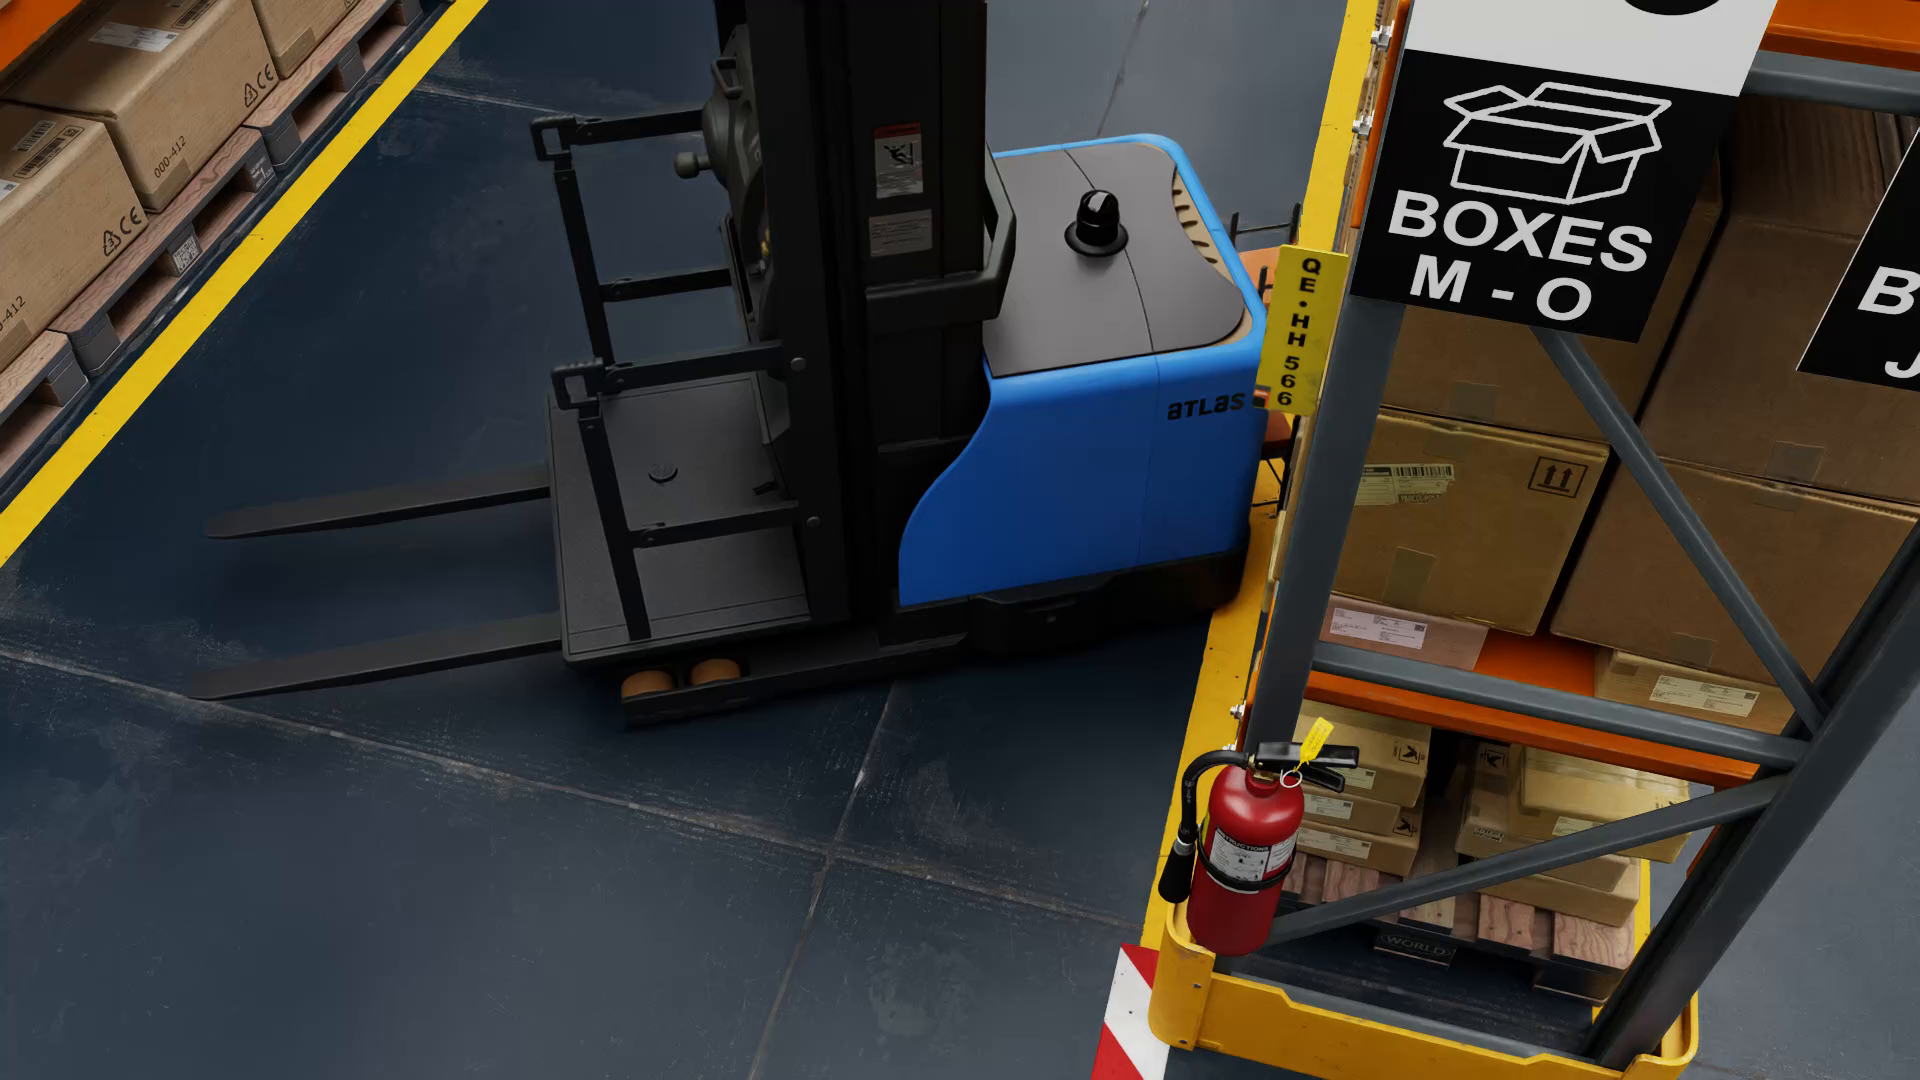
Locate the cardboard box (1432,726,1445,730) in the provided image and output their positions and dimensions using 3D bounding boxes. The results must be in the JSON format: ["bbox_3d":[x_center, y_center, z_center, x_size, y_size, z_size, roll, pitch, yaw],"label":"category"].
[{"bbox_3d":[1.064,0.302,4.208,0.380,0.149,0.250,12,50,11],"label":"cardboard box"}]

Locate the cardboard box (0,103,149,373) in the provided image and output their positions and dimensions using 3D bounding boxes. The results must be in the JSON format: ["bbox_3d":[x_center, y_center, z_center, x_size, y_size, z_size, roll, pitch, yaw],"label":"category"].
[{"bbox_3d":[-3.445,-1.058,5.612,0.875,0.438,0.875,13,50,11],"label":"cardboard box"}]

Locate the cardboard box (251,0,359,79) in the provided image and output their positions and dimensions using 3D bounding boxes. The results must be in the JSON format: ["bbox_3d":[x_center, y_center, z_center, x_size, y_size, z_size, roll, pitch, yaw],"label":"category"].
[{"bbox_3d":[-2.971,-2.358,6.759,0.875,0.438,0.875,11,49,9],"label":"cardboard box"}]

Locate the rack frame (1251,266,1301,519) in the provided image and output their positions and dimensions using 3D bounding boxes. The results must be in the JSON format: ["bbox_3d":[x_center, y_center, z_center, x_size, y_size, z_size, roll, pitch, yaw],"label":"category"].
[{"bbox_3d":[0.921,-0.407,4.906,0.200,1.050,0.008,-10,49,-7],"label":"rack frame"}]

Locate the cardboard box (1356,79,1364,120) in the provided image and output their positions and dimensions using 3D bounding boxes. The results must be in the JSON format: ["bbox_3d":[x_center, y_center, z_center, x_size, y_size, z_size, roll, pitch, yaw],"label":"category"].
[{"bbox_3d":[1.694,-1.591,6.275,0.380,0.149,0.250,10,49,8],"label":"cardboard box"}]

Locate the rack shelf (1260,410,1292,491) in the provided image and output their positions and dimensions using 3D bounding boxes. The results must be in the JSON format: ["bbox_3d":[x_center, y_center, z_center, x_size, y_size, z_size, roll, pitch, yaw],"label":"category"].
[{"bbox_3d":[0.900,-0.306,5.202,0.215,0.259,0.240,-10,49,-7],"label":"rack shelf"}]

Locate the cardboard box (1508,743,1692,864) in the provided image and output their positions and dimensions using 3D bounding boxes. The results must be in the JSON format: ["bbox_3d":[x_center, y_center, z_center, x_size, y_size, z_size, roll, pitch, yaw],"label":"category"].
[{"bbox_3d":[1.513,0.593,3.950,0.380,0.149,0.250,10,49,8],"label":"cardboard box"}]

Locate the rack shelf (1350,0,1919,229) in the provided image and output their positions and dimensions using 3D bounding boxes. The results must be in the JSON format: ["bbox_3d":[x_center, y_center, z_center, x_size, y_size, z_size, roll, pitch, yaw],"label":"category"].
[{"bbox_3d":[1.574,-1.904,3.409,1.077,0.370,4.000,12,50,10],"label":"rack shelf"}]

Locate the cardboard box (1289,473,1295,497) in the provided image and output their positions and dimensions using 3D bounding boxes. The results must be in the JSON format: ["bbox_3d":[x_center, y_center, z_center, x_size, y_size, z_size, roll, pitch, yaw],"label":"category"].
[{"bbox_3d":[1.170,-0.188,4.838,0.380,0.149,0.250,12,50,11],"label":"cardboard box"}]

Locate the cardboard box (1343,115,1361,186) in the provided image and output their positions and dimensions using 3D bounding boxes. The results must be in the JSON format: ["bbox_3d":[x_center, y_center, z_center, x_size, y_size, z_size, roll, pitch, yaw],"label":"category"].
[{"bbox_3d":[1.624,-1.399,6.105,0.380,0.149,0.250,13,50,11],"label":"cardboard box"}]

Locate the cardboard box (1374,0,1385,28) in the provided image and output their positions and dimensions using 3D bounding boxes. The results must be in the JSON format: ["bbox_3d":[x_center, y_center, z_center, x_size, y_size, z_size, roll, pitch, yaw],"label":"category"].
[{"bbox_3d":[1.436,-1.702,4.487,0.500,0.500,0.500,11,49,9],"label":"cardboard box"}]

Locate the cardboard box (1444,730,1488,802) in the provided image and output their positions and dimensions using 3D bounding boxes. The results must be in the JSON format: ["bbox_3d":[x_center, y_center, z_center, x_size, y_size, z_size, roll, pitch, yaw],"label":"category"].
[{"bbox_3d":[1.484,0.581,4.358,0.380,0.149,0.250,11,50,10],"label":"cardboard box"}]

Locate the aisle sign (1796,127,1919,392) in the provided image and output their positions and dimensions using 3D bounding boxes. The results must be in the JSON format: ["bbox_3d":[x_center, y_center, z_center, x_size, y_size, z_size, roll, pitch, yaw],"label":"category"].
[{"bbox_3d":[1.317,-0.451,1.913,0.394,0.787,0.004,12,50,10],"label":"aisle sign"}]

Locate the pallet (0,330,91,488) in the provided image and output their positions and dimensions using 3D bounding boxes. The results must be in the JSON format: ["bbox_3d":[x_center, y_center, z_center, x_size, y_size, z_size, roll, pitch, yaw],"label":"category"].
[{"bbox_3d":[-3.620,-0.277,5.354,1.003,0.211,1.213,12,50,10],"label":"pallet"}]

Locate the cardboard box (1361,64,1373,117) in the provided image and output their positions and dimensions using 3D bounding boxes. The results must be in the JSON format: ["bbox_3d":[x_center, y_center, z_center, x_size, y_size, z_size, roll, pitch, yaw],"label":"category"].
[{"bbox_3d":[1.323,-1.309,4.139,0.500,0.500,0.500,14,50,12],"label":"cardboard box"}]

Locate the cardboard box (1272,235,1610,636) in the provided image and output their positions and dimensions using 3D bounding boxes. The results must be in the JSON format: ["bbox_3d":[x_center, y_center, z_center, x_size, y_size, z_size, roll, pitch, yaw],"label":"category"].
[{"bbox_3d":[0.917,-0.210,3.169,0.500,0.500,0.500,12,50,11],"label":"cardboard box"}]

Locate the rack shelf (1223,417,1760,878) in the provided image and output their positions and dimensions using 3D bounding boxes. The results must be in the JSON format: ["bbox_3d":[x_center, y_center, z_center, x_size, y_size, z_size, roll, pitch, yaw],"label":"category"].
[{"bbox_3d":[1.574,-0.911,4.533,1.077,0.370,4.000,12,50,10],"label":"rack shelf"}]

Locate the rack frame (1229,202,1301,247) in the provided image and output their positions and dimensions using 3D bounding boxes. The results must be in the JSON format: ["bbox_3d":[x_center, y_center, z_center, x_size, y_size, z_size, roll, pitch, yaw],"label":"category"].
[{"bbox_3d":[0.870,-0.586,5.064,0.200,1.050,0.008,-10,49,-7],"label":"rack frame"}]

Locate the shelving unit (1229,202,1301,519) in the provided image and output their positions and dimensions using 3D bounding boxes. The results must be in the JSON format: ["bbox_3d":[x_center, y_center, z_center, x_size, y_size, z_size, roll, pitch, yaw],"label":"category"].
[{"bbox_3d":[0.896,-0.497,4.985,0.215,1.050,0.252,-10,49,-7],"label":"shelving unit"}]

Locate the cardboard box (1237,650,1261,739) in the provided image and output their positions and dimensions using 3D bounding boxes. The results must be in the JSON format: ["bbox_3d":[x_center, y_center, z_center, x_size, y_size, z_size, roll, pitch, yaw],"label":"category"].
[{"bbox_3d":[0.955,0.474,4.452,0.380,0.149,0.250,13,50,11],"label":"cardboard box"}]

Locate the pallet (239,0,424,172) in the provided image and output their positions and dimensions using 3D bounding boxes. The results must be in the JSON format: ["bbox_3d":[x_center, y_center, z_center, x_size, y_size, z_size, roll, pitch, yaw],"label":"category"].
[{"bbox_3d":[-2.978,-2.042,6.912,1.003,0.211,1.213,12,50,10],"label":"pallet"}]

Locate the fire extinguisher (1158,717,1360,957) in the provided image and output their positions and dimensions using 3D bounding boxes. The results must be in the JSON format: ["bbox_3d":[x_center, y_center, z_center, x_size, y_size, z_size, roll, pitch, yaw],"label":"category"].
[{"bbox_3d":[0.536,0.538,3.075,0.296,0.674,0.183,12,50,10],"label":"fire extinguisher"}]

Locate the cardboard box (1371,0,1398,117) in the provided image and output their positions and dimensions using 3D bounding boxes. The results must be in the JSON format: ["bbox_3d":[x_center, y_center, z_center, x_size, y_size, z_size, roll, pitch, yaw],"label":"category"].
[{"bbox_3d":[1.061,-0.912,3.122,0.500,0.500,0.500,10,49,9],"label":"cardboard box"}]

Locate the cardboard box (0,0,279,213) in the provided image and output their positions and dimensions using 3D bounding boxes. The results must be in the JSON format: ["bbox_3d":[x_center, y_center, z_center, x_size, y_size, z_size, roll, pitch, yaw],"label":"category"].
[{"bbox_3d":[-3.206,-1.710,6.187,0.875,0.438,0.875,10,49,9],"label":"cardboard box"}]

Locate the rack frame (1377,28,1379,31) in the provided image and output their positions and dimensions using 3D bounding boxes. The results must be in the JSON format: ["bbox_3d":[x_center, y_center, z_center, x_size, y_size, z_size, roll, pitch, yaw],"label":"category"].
[{"bbox_3d":[2.100,-2.596,5.540,1.000,3.000,0.127,12,50,10],"label":"rack frame"}]

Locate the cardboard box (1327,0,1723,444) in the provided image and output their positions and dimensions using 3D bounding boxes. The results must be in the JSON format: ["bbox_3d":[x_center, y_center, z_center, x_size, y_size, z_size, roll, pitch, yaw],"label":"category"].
[{"bbox_3d":[0.928,-0.545,2.798,0.500,0.500,0.500,11,49,9],"label":"cardboard box"}]

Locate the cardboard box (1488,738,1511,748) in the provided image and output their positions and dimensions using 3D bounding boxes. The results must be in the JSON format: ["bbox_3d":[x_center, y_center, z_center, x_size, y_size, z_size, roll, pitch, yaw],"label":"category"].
[{"bbox_3d":[1.559,0.488,4.241,0.380,0.149,0.250,11,50,10],"label":"cardboard box"}]

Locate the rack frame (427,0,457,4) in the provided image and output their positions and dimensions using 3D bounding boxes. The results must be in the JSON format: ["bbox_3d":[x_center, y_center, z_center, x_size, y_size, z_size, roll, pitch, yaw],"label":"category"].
[{"bbox_3d":[-2.702,-3.500,6.338,1.000,3.000,0.127,12,50,10],"label":"rack frame"}]

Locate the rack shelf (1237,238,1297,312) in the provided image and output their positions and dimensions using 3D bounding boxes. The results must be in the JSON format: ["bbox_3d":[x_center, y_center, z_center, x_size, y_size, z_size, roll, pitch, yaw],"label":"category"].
[{"bbox_3d":[0.892,-0.677,4.780,0.215,0.259,0.240,-10,49,-7],"label":"rack shelf"}]

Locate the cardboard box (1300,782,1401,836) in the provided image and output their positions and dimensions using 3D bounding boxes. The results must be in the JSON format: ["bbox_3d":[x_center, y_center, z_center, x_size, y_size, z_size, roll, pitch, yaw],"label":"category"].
[{"bbox_3d":[0.911,0.565,4.173,0.380,0.149,0.250,10,49,9],"label":"cardboard box"}]

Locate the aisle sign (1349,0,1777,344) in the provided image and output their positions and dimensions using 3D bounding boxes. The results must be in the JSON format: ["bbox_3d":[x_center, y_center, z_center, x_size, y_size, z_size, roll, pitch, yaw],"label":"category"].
[{"bbox_3d":[0.739,-0.569,2.018,0.394,0.787,0.004,12,50,10],"label":"aisle sign"}]

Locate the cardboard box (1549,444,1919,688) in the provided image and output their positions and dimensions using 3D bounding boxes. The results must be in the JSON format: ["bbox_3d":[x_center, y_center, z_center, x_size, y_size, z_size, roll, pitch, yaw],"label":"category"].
[{"bbox_3d":[1.432,-0.104,3.076,0.500,0.500,0.500,14,50,12],"label":"cardboard box"}]

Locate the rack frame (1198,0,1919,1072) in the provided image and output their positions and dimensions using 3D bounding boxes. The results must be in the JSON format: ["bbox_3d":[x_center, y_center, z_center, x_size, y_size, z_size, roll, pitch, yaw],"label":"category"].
[{"bbox_3d":[1.047,0.297,2.987,1.000,3.000,0.127,12,50,10],"label":"rack frame"}]

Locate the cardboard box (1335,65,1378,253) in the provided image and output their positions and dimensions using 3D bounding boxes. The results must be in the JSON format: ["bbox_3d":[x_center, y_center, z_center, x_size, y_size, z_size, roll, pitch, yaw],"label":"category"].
[{"bbox_3d":[1.182,-0.950,3.823,0.500,0.500,0.500,12,50,10],"label":"cardboard box"}]

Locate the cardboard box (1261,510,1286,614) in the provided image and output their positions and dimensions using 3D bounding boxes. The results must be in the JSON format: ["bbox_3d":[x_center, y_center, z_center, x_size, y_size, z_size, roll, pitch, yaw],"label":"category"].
[{"bbox_3d":[1.009,0.089,4.395,0.380,0.149,0.250,11,49,9],"label":"cardboard box"}]

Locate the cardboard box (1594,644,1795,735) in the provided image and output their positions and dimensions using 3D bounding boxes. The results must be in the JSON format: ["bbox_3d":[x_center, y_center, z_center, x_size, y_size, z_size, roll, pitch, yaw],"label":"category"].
[{"bbox_3d":[1.449,0.211,3.231,0.380,0.149,0.250,11,50,10],"label":"cardboard box"}]

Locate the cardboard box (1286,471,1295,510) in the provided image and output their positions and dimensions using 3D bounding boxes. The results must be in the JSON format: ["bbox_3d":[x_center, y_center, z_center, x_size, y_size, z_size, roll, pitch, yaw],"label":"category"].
[{"bbox_3d":[1.166,-0.078,4.940,0.380,0.149,0.250,10,49,8],"label":"cardboard box"}]

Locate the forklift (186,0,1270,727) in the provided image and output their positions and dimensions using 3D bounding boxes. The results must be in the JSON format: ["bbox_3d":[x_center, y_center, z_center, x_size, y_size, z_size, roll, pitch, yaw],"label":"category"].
[{"bbox_3d":[-0.721,-0.878,4.070,3.031,2.935,1.130,-9,49,-8],"label":"forklift"}]

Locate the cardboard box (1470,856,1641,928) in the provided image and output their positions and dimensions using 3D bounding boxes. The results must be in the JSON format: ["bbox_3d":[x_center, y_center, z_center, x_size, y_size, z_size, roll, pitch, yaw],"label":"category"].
[{"bbox_3d":[1.494,0.786,4.177,0.380,0.149,0.250,12,50,11],"label":"cardboard box"}]

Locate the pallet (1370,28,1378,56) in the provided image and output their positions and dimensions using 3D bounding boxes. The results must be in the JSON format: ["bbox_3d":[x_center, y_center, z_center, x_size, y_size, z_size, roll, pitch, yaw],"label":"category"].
[{"bbox_3d":[2.304,-2.237,7.083,1.003,0.211,1.213,12,50,10],"label":"pallet"}]

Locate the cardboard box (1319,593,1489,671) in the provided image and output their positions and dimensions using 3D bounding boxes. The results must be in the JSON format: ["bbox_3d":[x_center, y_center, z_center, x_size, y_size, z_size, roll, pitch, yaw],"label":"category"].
[{"bbox_3d":[0.860,0.089,3.338,0.380,0.149,0.250,12,50,10],"label":"cardboard box"}]

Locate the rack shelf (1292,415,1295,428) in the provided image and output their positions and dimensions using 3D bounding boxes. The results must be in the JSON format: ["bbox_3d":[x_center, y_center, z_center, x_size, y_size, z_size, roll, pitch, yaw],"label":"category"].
[{"bbox_3d":[0.896,-0.490,4.993,0.215,0.259,0.240,-10,49,-7],"label":"rack shelf"}]

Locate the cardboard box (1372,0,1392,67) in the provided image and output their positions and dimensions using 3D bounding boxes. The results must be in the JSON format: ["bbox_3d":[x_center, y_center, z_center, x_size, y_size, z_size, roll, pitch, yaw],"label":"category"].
[{"bbox_3d":[1.189,-1.289,3.455,0.500,0.500,0.500,14,50,12],"label":"cardboard box"}]

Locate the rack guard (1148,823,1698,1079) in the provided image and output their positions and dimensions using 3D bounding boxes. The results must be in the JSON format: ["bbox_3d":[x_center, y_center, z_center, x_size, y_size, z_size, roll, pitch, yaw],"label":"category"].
[{"bbox_3d":[1.067,1.070,3.973,1.175,0.500,0.348,12,50,10],"label":"rack guard"}]

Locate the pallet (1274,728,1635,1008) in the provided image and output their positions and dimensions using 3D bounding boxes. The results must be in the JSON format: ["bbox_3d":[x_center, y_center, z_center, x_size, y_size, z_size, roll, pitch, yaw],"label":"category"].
[{"bbox_3d":[1.315,0.585,4.593,1.003,0.211,1.213,12,50,10],"label":"pallet"}]

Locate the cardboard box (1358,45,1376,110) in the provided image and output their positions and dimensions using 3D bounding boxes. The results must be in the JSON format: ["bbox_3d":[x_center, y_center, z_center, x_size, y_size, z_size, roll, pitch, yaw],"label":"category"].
[{"bbox_3d":[1.696,-1.691,6.165,0.380,0.149,0.250,14,50,12],"label":"cardboard box"}]

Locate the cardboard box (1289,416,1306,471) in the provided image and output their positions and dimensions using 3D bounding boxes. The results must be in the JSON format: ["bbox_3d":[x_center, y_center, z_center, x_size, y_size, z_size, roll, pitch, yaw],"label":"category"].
[{"bbox_3d":[1.156,-0.291,4.731,0.380,0.149,0.250,13,50,11],"label":"cardboard box"}]

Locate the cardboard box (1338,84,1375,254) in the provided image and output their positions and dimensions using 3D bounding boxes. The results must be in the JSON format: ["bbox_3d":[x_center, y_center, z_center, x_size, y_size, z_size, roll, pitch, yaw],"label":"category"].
[{"bbox_3d":[1.058,-0.581,3.497,0.500,0.500,0.500,11,49,9],"label":"cardboard box"}]

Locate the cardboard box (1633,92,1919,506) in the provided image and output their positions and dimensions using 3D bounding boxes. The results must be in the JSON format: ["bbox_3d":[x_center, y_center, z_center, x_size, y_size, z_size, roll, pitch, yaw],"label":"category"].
[{"bbox_3d":[1.422,-0.437,2.703,0.500,0.500,0.500,11,50,10],"label":"cardboard box"}]

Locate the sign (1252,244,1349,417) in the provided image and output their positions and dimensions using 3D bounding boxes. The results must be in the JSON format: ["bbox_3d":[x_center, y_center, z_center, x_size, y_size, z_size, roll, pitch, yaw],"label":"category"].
[{"bbox_3d":[0.517,-0.314,2.544,0.100,0.325,0.005,12,50,10],"label":"sign"}]

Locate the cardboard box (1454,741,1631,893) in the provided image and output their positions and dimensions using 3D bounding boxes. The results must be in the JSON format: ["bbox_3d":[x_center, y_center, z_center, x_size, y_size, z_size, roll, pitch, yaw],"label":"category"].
[{"bbox_3d":[1.433,0.675,4.076,0.380,0.149,0.250,13,50,12],"label":"cardboard box"}]

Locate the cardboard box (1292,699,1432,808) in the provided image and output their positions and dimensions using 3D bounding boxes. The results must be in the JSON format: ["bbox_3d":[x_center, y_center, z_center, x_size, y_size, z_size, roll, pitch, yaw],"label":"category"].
[{"bbox_3d":[0.942,0.472,4.057,0.380,0.149,0.250,12,50,10],"label":"cardboard box"}]

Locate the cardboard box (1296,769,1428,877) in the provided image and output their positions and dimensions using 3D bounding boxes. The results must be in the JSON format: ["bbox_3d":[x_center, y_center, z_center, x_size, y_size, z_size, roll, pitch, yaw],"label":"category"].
[{"bbox_3d":[0.985,0.680,4.271,0.380,0.149,0.250,12,50,11],"label":"cardboard box"}]

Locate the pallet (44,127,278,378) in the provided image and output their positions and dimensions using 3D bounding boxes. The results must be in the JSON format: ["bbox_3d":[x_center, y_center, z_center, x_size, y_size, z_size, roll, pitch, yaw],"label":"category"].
[{"bbox_3d":[-3.297,-1.157,6.130,1.003,0.211,1.213,12,50,10],"label":"pallet"}]
